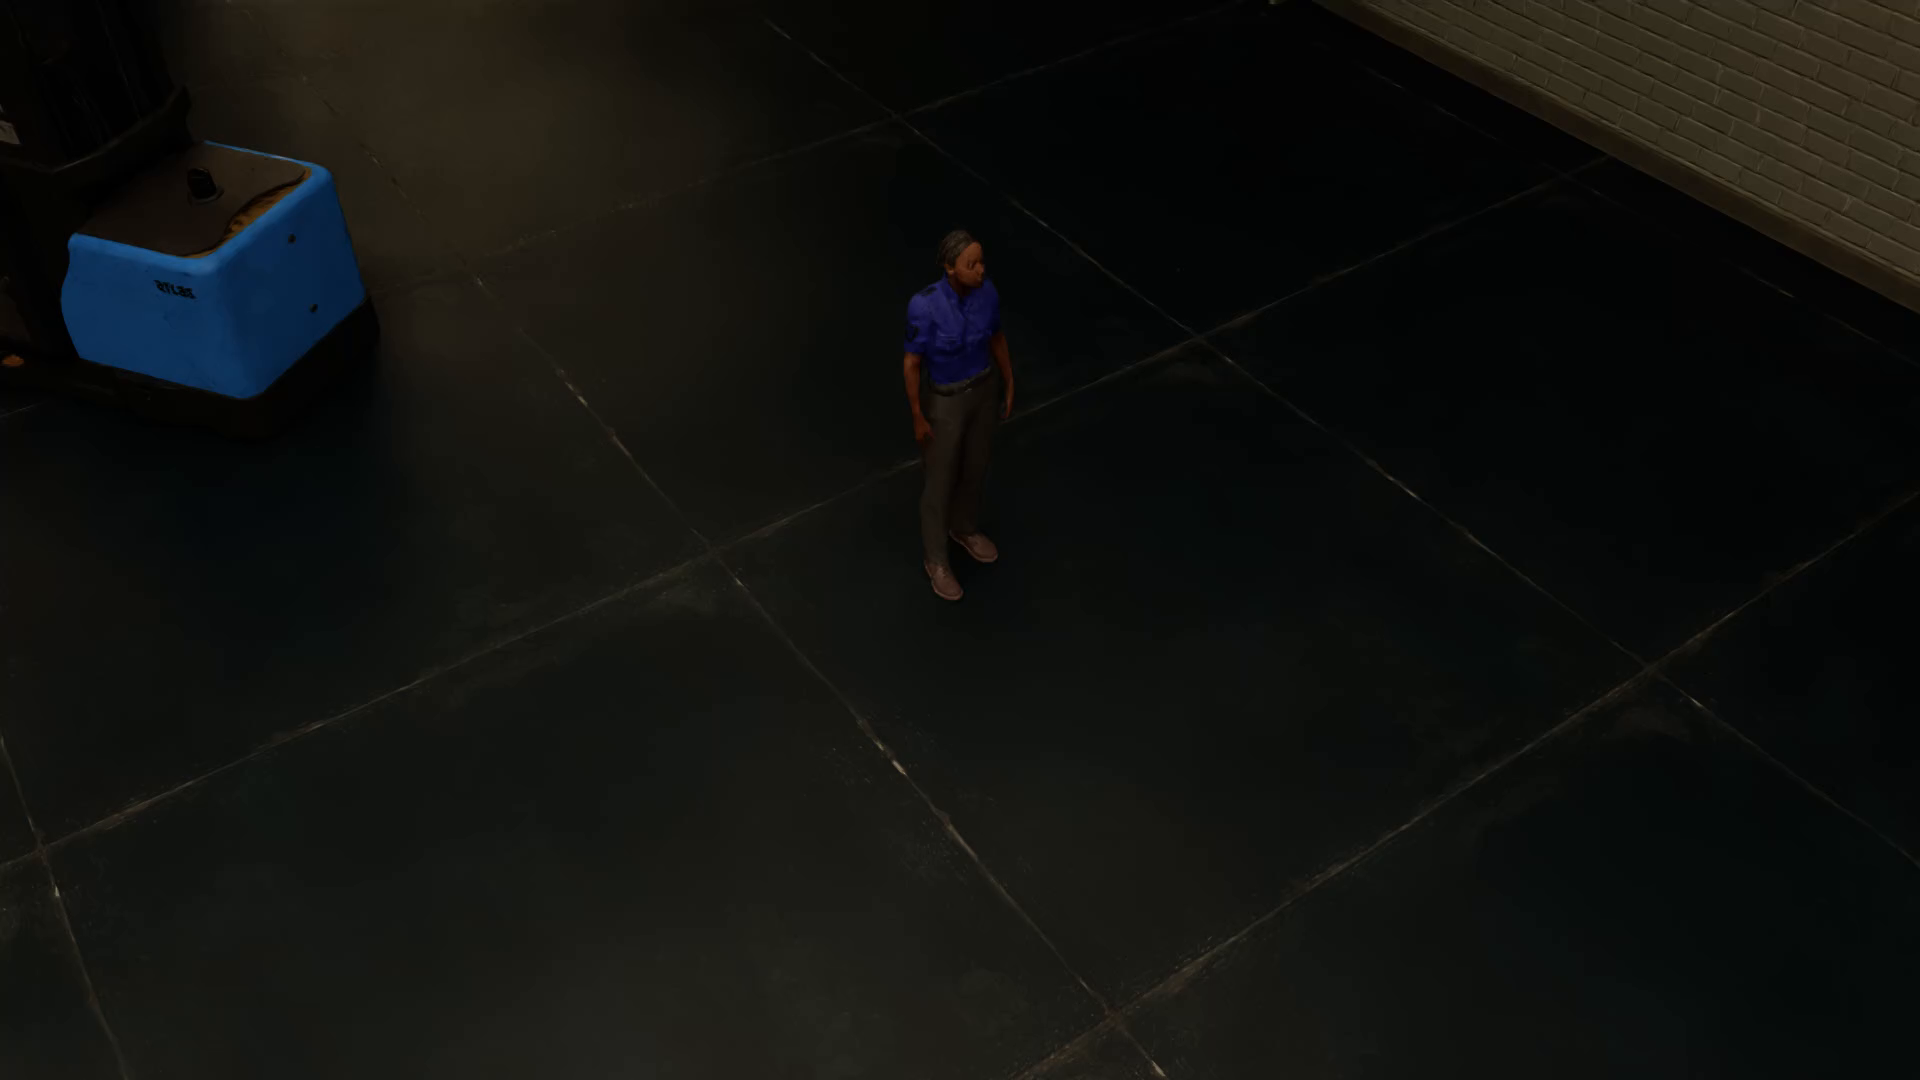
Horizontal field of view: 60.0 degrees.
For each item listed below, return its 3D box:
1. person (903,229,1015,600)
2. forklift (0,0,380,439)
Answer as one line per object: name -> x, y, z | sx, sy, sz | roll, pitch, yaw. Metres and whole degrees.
person -> 0.034, -0.557, 7.252 | 0.570, 1.654, 0.503 | -25, 48, -25
forklift -> -4.707, -2.203, 8.106 | 3.031, 2.935, 1.130 | 14, 44, 15
